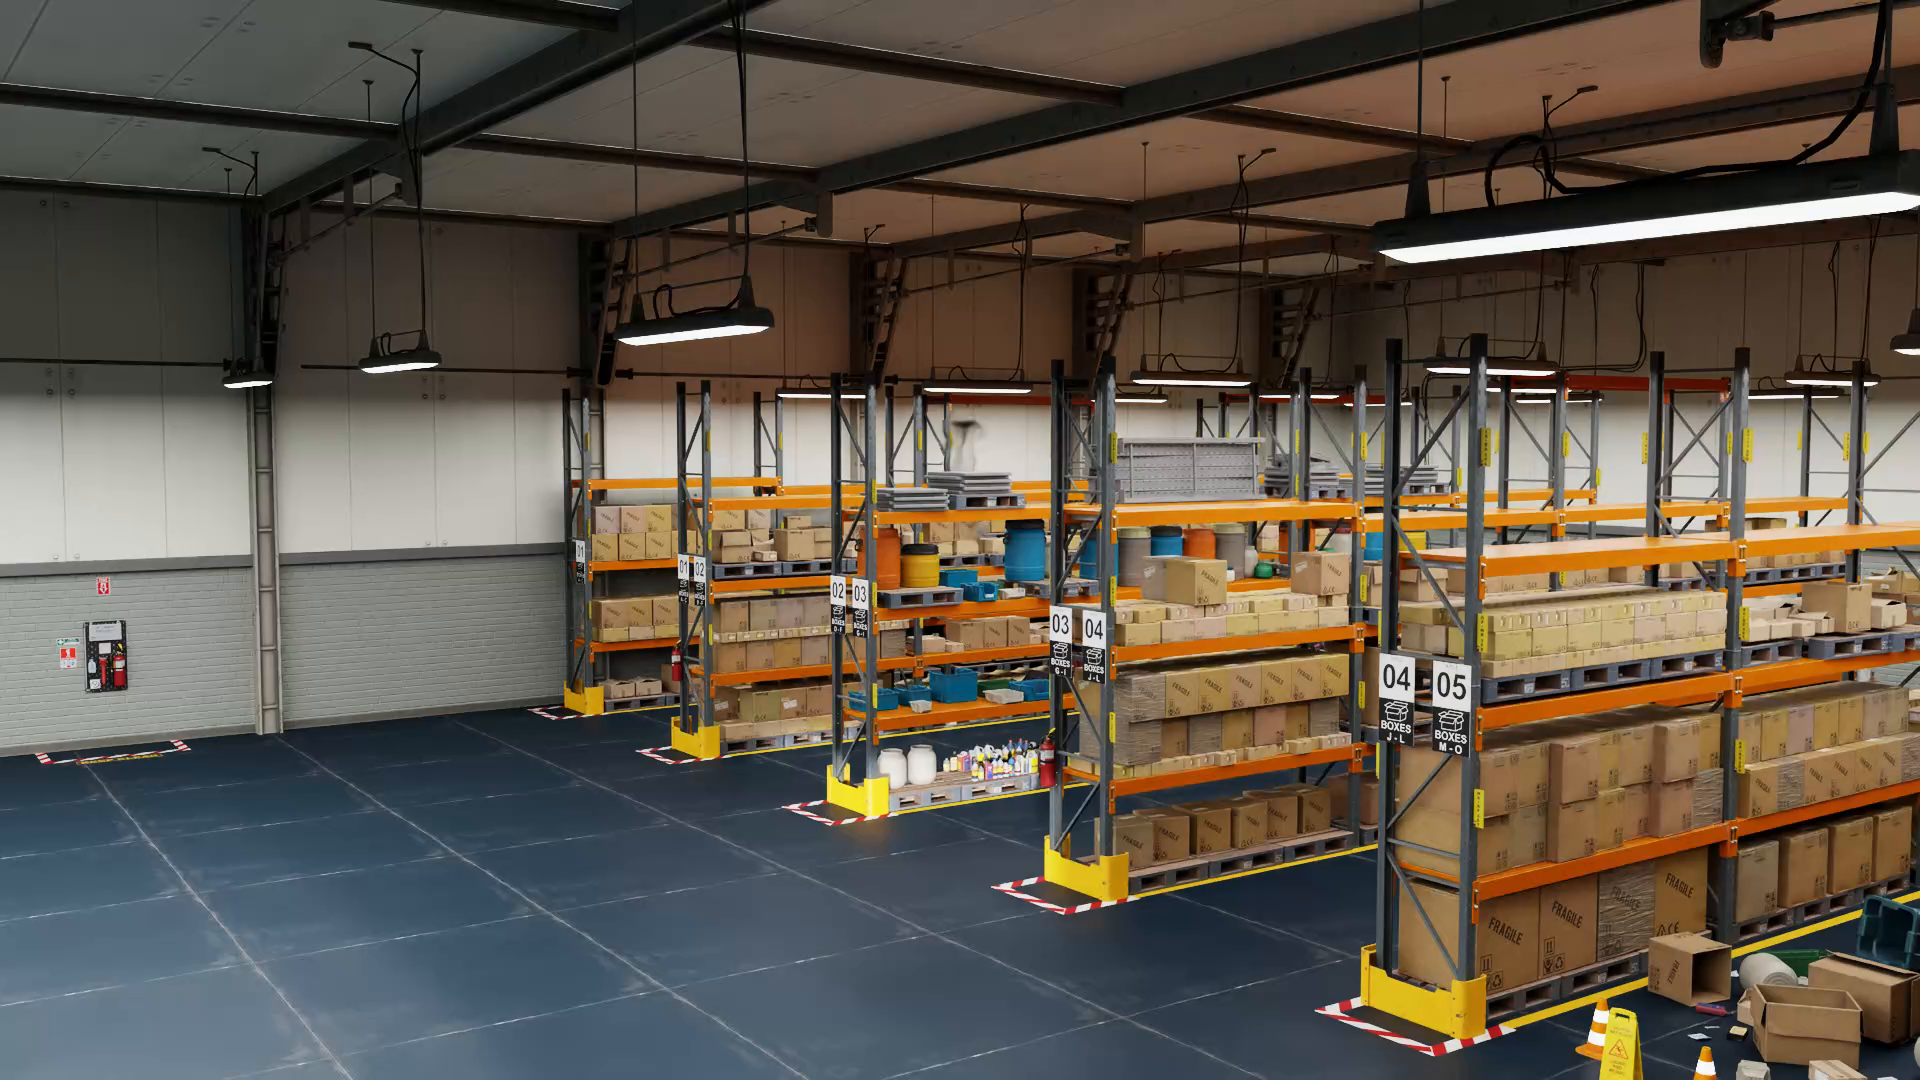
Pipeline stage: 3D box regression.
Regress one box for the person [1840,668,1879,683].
[{"bbox_3d":[15.333,2.547,28.381,0.620,1.631,0.576,-3,4,-35],"label":"person"}]
